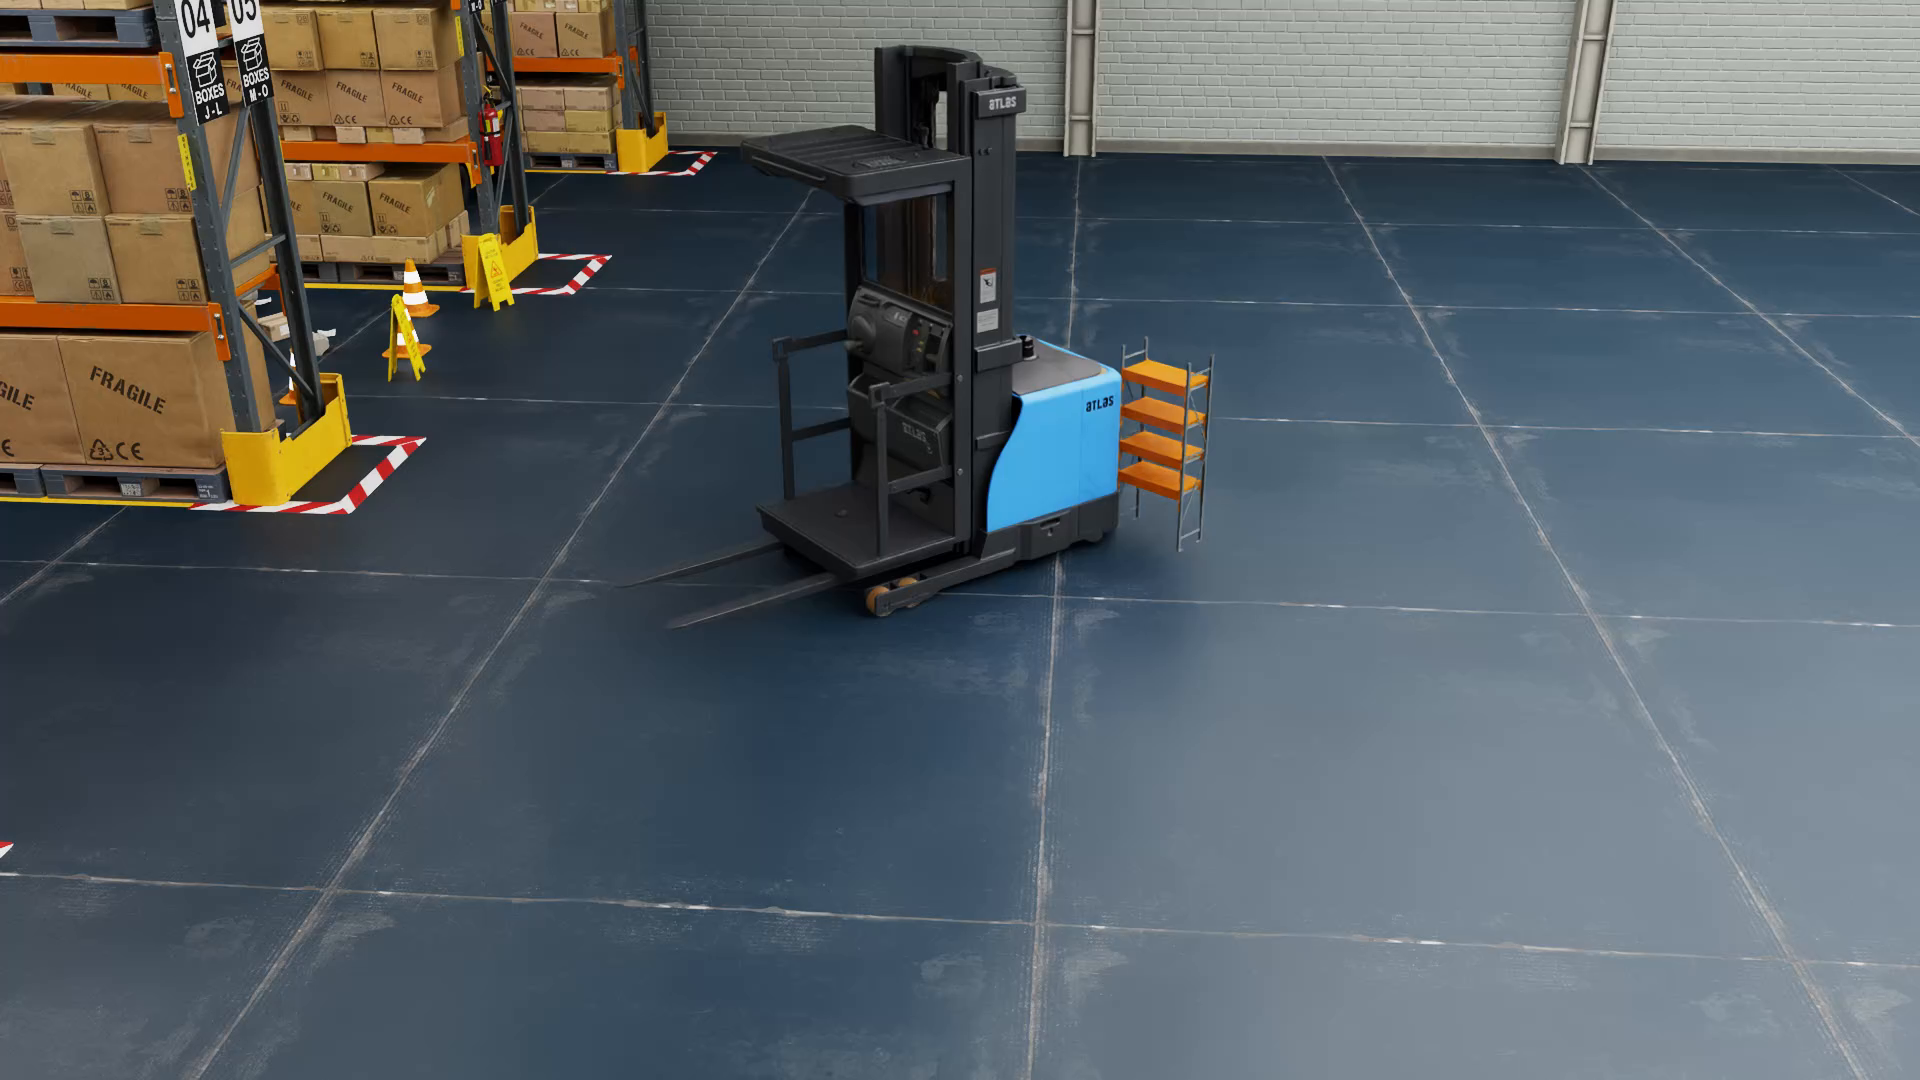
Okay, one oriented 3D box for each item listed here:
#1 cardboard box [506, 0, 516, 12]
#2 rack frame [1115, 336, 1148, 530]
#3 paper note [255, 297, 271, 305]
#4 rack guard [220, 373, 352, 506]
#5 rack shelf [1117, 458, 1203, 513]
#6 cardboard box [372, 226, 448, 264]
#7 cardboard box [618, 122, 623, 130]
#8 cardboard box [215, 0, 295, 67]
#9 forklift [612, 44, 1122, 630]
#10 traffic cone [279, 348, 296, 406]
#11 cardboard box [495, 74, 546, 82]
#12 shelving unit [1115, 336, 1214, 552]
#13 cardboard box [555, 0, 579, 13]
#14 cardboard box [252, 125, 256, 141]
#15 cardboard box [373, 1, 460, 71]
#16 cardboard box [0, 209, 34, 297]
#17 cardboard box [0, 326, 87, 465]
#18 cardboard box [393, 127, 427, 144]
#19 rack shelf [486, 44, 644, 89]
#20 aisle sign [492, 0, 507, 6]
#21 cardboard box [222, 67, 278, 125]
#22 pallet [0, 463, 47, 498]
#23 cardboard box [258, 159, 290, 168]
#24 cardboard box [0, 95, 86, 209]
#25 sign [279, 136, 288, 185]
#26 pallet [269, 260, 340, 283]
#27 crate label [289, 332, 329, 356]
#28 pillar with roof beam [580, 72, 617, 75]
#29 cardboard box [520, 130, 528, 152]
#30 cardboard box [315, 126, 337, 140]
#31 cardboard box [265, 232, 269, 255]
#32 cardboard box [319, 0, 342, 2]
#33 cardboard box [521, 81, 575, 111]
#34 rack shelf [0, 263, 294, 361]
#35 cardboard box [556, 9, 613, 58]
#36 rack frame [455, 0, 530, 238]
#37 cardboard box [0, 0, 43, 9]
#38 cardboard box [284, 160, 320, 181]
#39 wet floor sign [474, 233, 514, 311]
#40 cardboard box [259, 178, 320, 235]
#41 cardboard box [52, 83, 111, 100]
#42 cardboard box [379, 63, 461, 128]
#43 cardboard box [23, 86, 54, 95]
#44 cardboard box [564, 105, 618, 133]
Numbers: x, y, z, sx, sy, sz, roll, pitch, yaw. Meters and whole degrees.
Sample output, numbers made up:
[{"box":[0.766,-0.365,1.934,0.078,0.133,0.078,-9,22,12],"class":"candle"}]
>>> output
[{"box":[-5.262,-6.229,19.303,0.250,0.149,0.380,1,25,2],"class":"cardboard box"},{"box":[1.049,-0.649,10.224,0.015,1.200,0.240,22,33,39],"class":"rack frame"},{"box":[-6.236,-2.134,14.851,0.148,0.019,0.142,-7,26,-14],"class":"paper note"},{"box":[-4.499,-0.692,11.155,0.348,0.500,1.175,2,25,4],"class":"rack guard"},{"box":[1.225,-0.336,10.181,0.480,0.148,0.258,22,33,39],"class":"rack shelf"},{"box":[-5.095,-2.751,15.426,0.500,0.250,0.500,2,25,4],"class":"cardboard box"},{"box":[-4.343,-5.002,20.320,0.500,0.250,0.500,2,25,4],"class":"cardboard box"},{"box":[-6.278,-4.521,14.816,0.500,0.500,0.700,2,25,4],"class":"cardboard box"},{"box":[-0.510,-1.151,9.245,3.031,2.935,1.130,-17,30,-33],"class":"forklift"},{"box":[-4.943,-1.284,12.488,0.334,0.463,0.336,2,25,4],"class":"traffic cone"},{"box":[-5.329,-5.488,20.180,0.500,0.250,0.500,2,25,4],"class":"cardboard box"},{"box":[1.225,-0.578,10.070,0.503,1.200,0.258,22,33,39],"class":"shelving unit"},{"box":[-4.492,-6.194,19.226,0.250,0.149,0.380,2,25,5],"class":"cardboard box"},{"box":[-6.415,-3.723,15.054,0.250,0.149,0.380,2,25,4],"class":"cardboard box"},{"box":[-4.770,-4.455,14.671,0.500,0.500,0.700,1,25,3],"class":"cardboard box"},{"box":[-5.995,-1.968,10.759,0.550,0.550,0.875,2,25,4],"class":"cardboard box"},{"box":[-6.081,-1.075,11.037,0.875,0.875,0.875,1,25,3],"class":"cardboard box"},{"box":[-4.895,-3.665,14.927,0.250,0.149,0.380,2,25,3],"class":"cardboard box"},{"box":[-5.862,-5.701,19.911,4.000,0.370,1.077,2,25,4],"class":"rack shelf"},{"box":[-4.159,-5.203,14.858,0.004,0.787,0.394,2,25,4],"class":"aisle sign"},{"box":[-6.308,-4.037,14.960,0.500,0.500,0.500,2,25,5],"class":"cardboard box"},{"box":[-6.539,-0.594,11.289,1.213,0.211,1.003,2,25,4],"class":"pallet"},{"box":[-6.606,-3.366,15.867,0.500,0.500,0.500,3,25,7],"class":"cardboard box"},{"box":[-5.993,-2.468,10.555,0.550,0.550,0.875,2,25,4],"class":"cardboard box"},{"box":[-4.474,-2.488,10.939,0.005,0.325,0.100,2,25,4],"class":"sign"},{"box":[-6.340,-2.711,15.889,1.213,0.211,1.003,2,25,4],"class":"pallet"},{"box":[-5.306,-1.596,13.554,0.298,0.136,0.250,-11,27,-23],"class":"crate label"},{"box":[-4.823,-7.292,15.333,0.400,9.000,9.100,2,25,4],"class":"pillar with roof beam"},{"box":[-5.354,-4.828,19.941,0.500,0.250,0.500,2,25,5],"class":"cardboard box"},{"box":[-5.652,-3.745,15.100,0.250,0.149,0.380,2,25,5],"class":"cardboard box"},{"box":[-6.603,-2.804,15.543,0.500,0.250,0.500,2,25,3],"class":"cardboard box"},{"box":[-7.300,-6.304,19.466,0.250,0.149,0.380,2,25,5],"class":"cardboard box"},{"box":[-4.861,-5.258,19.679,0.500,0.250,0.500,2,25,5],"class":"cardboard box"},{"box":[-6.517,-1.565,10.924,4.000,0.370,1.077,2,25,4],"class":"rack shelf"},{"box":[-4.379,-5.915,19.397,0.500,0.500,0.500,1,25,3],"class":"cardboard box"},{"box":[-4.244,-3.894,15.125,0.127,3.000,1.000,2,25,4],"class":"rack frame"},{"box":[-5.387,-3.199,9.703,0.250,0.149,0.380,2,25,5],"class":"cardboard box"},{"box":[-5.947,-3.391,15.144,0.250,0.149,0.380,3,25,6],"class":"cardboard box"},{"box":[-4.137,-2.373,14.635,0.232,0.644,0.267,11,27,22],"class":"wet floor sign"},{"box":[-6.086,-3.128,15.350,0.500,0.500,0.500,1,25,3],"class":"cardboard box"},{"box":[-7.815,-4.073,15.037,0.500,0.500,0.500,2,25,4],"class":"cardboard box"},{"box":[-4.807,-3.977,14.830,0.500,0.500,0.500,1,25,3],"class":"cardboard box"},{"box":[-8.759,-4.248,15.693,0.250,0.149,0.380,2,25,5],"class":"cardboard box"},{"box":[-4.377,-5.017,19.755,0.500,0.250,0.500,2,25,3],"class":"cardboard box"}]
